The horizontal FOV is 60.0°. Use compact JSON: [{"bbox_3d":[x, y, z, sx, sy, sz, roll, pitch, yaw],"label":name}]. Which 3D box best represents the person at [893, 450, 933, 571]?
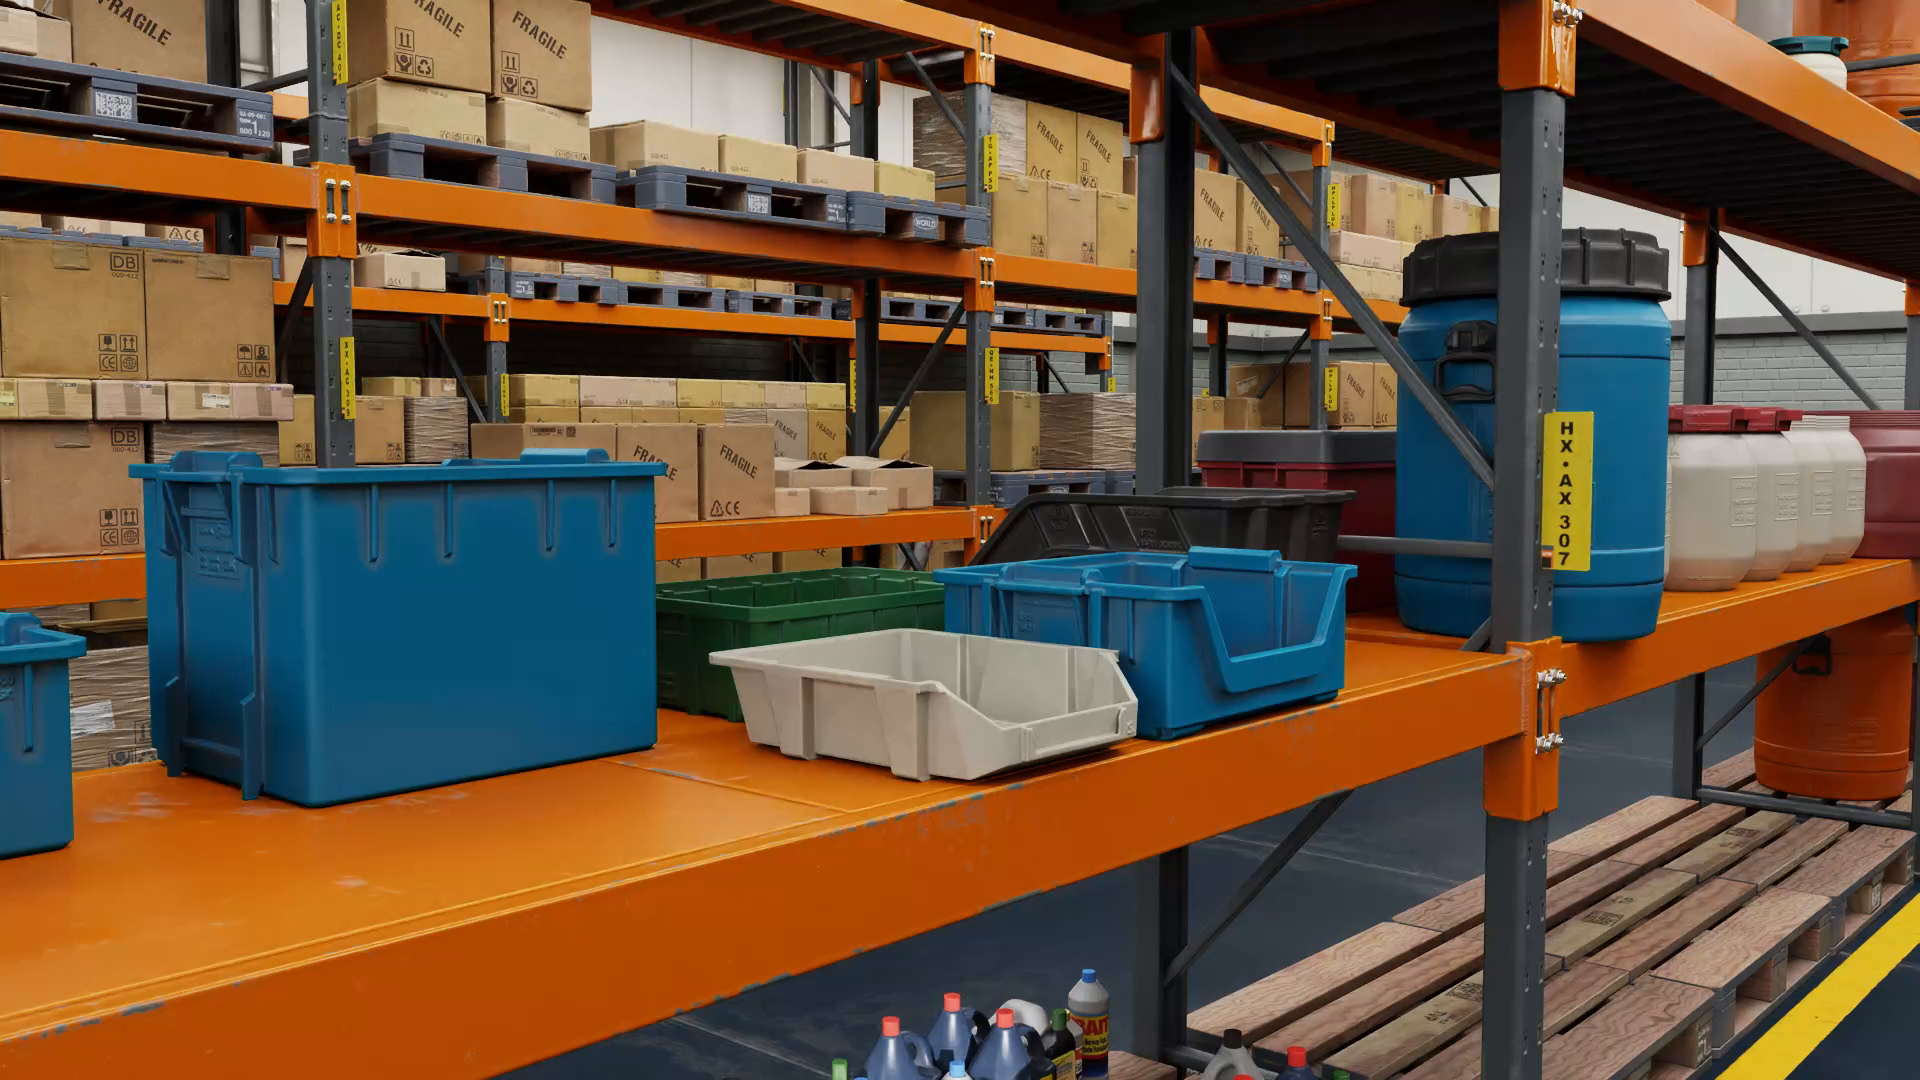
[{"bbox_3d":[-0.424,-0.024,15.090,0.485,1.594,0.371,3,5,39],"label":"person"}]
